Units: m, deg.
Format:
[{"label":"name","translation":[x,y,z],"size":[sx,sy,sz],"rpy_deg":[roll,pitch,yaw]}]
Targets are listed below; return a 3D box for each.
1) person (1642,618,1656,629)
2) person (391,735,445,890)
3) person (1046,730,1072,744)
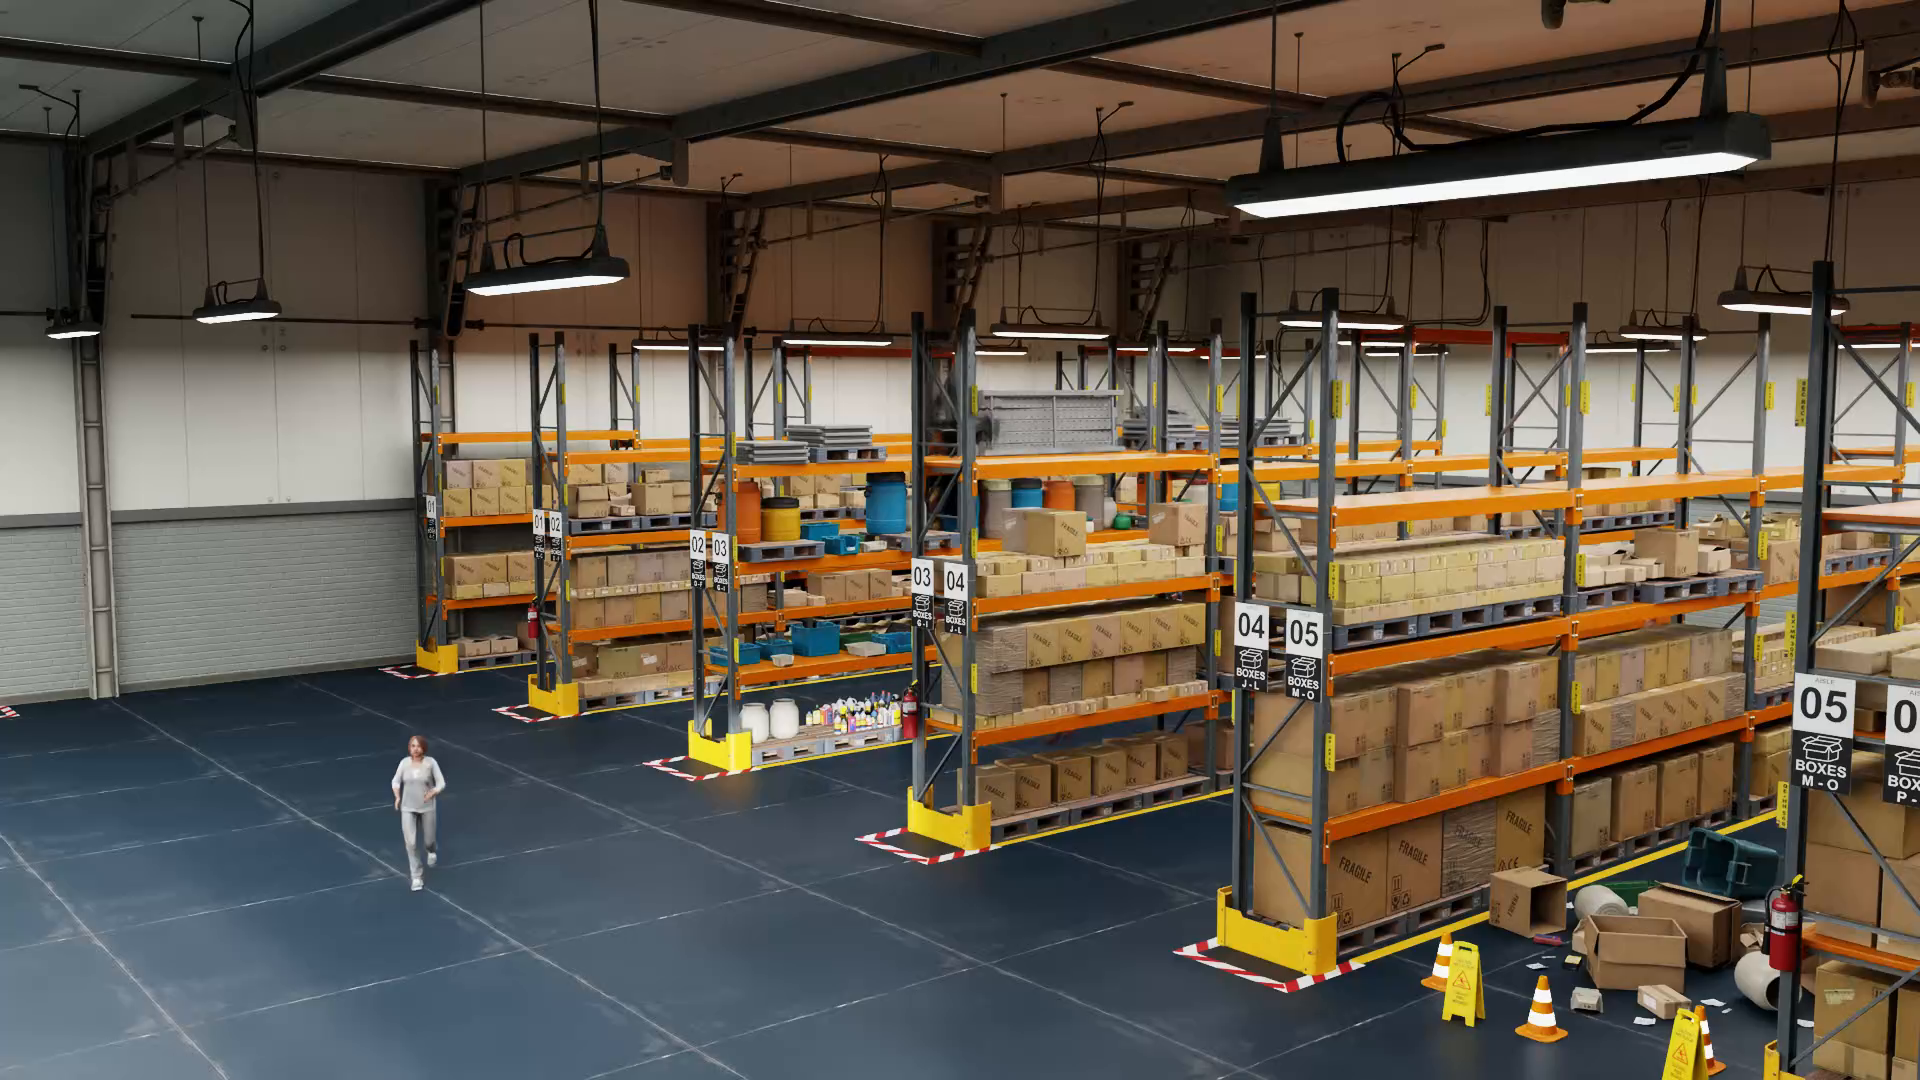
[{"label":"person","translation":[10.439,1.970,25.251],"size":[0.657,1.743,0.605],"rpy_deg":[5,7,42]},{"label":"person","translation":[-5.620,2.793,17.252],"size":[0.544,1.555,0.705],"rpy_deg":[-1,5,-10]},{"label":"person","translation":[1.384,1.938,22.896],"size":[0.606,1.692,0.861],"rpy_deg":[4,6,35]}]
